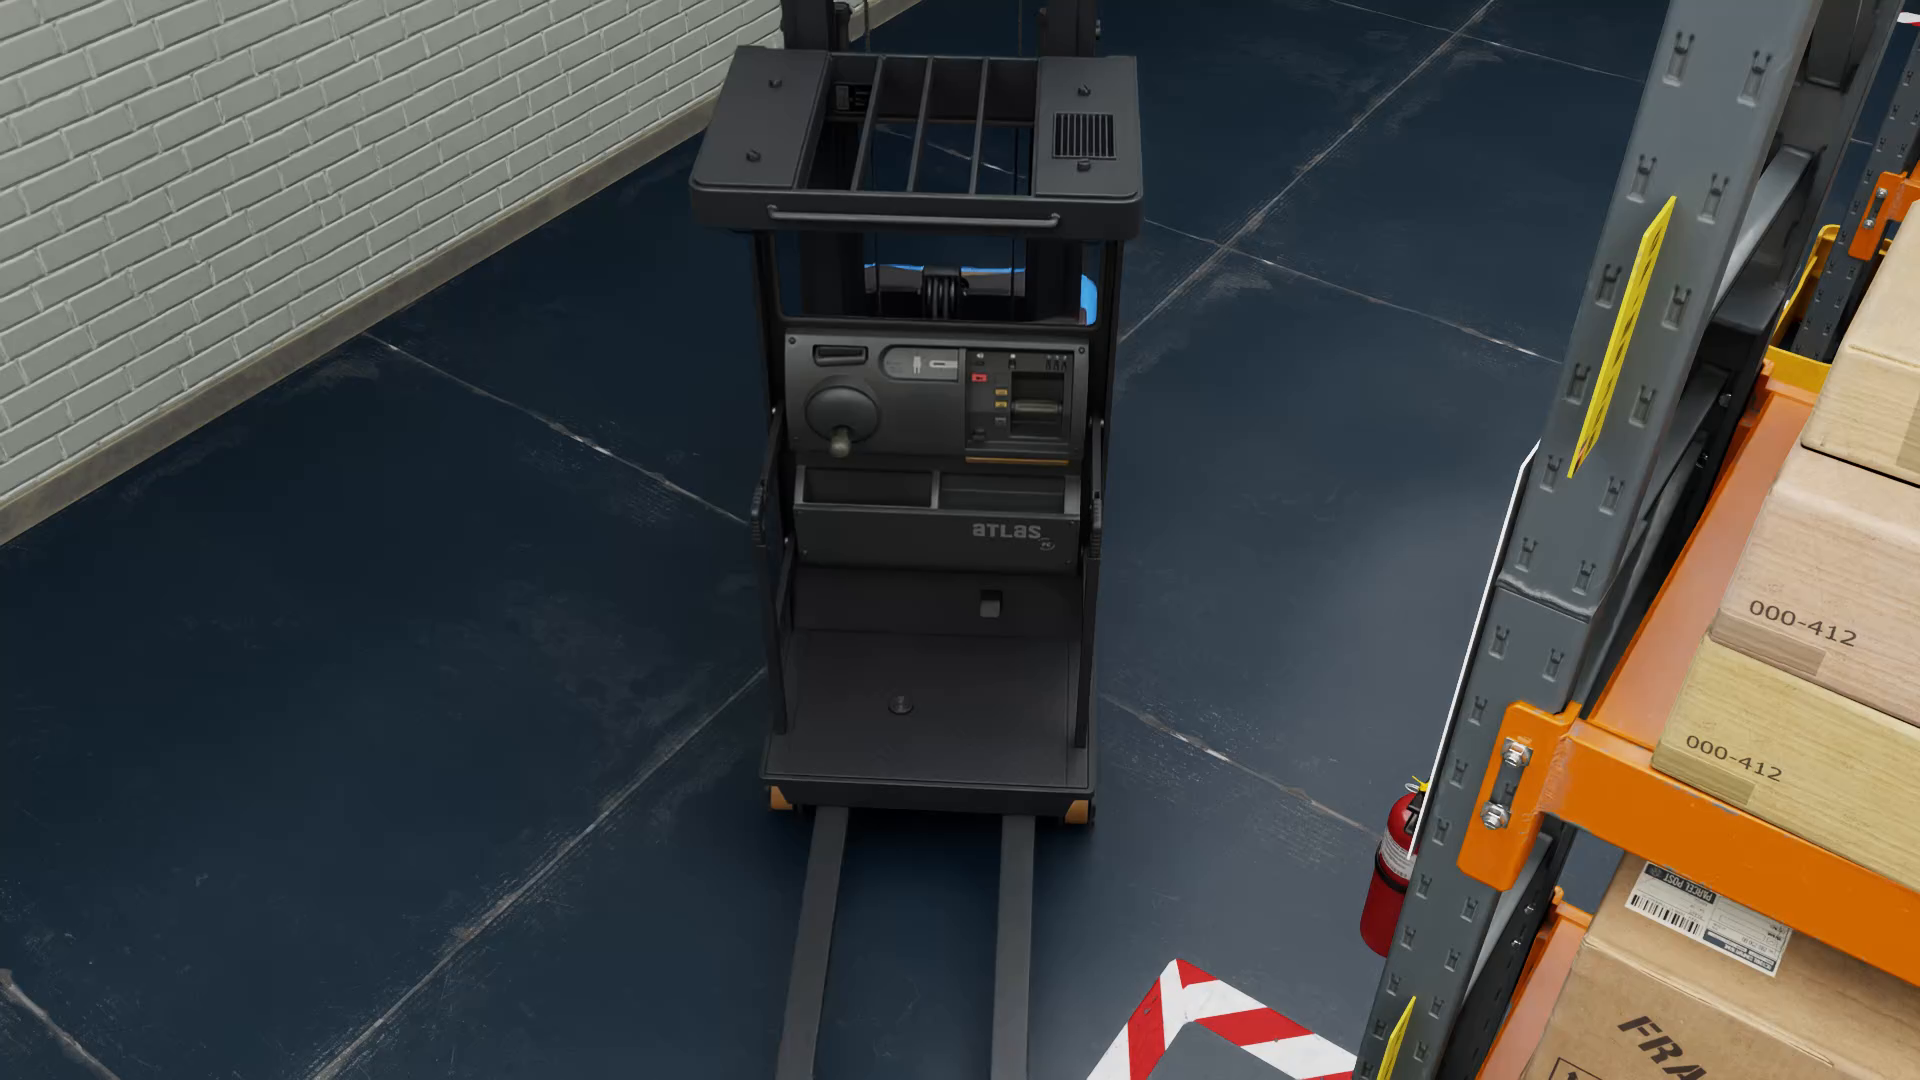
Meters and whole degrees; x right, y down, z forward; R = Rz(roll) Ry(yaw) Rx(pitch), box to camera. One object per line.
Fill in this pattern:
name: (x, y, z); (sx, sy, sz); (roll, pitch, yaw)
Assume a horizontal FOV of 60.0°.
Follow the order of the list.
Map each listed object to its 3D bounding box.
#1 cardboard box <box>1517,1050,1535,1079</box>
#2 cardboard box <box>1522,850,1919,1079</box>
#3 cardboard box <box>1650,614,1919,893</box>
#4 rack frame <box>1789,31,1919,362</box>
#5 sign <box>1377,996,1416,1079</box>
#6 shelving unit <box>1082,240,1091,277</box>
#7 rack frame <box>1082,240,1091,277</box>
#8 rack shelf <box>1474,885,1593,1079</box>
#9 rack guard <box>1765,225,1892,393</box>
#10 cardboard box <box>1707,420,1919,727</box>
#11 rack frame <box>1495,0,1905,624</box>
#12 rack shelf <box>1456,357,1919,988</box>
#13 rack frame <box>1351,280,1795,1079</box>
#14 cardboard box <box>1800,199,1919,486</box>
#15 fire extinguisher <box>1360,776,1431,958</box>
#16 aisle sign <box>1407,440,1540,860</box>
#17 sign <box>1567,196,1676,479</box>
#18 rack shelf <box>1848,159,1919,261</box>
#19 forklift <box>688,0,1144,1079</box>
cardboard box: (1.251, 1.103, 2.969); (0.500, 0.500, 0.500); (27, 49, 27)
cardboard box: (1.257, 0.725, 2.642); (0.500, 0.500, 0.500); (25, 47, 25)
cardboard box: (1.263, 0.178, 2.164); (0.500, 0.250, 0.500); (27, 48, 27)
rack frame: (3.801, -1.812, 6.526); (0.127, 3.000, 1.000); (25, 48, 25)
sign: (0.730, 0.903, 2.843); (0.005, 0.325, 0.100); (25, 48, 25)
shelving unit: (-0.029, -1.022, 6.767); (1.083, 1.500, 0.587); (1, 42, 1)
rack frame: (0.488, -1.015, 6.760); (0.032, 1.500, 0.500); (1, 42, 1)
rack shelf: (2.679, 1.963, 2.847); (4.000, 0.370, 1.077); (25, 48, 25)
rack guard: (3.782, -0.890, 7.370); (0.348, 0.500, 1.175); (25, 48, 25)
cardboard box: (1.260, -0.006, 1.995); (0.500, 0.250, 0.500); (26, 48, 26)
rack frame: (1.042, -1.307, 1.462); (0.127, 3.000, 1.000); (25, 48, 25)
rack shelf: (2.679, 0.845, 1.846); (4.000, 0.370, 1.077); (25, 48, 25)
rack frame: (1.042, 0.929, 3.462); (0.127, 3.000, 1.000); (25, 48, 25)
cardboard box: (1.176, -0.220, 1.935); (0.250, 0.149, 0.380); (25, 47, 25)
fire extinguisher: (1.101, 0.748, 4.002); (0.183, 0.674, 0.296); (25, 48, 25)
aisle sign: (0.810, 0.096, 2.444); (0.004, 0.787, 0.394); (25, 48, 25)
sign: (0.730, -0.218, 1.840); (0.005, 0.325, 0.100); (25, 48, 25)
rack shelf: (5.439, -0.778, 5.910); (4.000, 0.370, 1.077); (25, 48, 25)
forklift: (-0.083, -0.355, 4.949); (1.130, 2.935, 3.031); (2, 42, 3)
